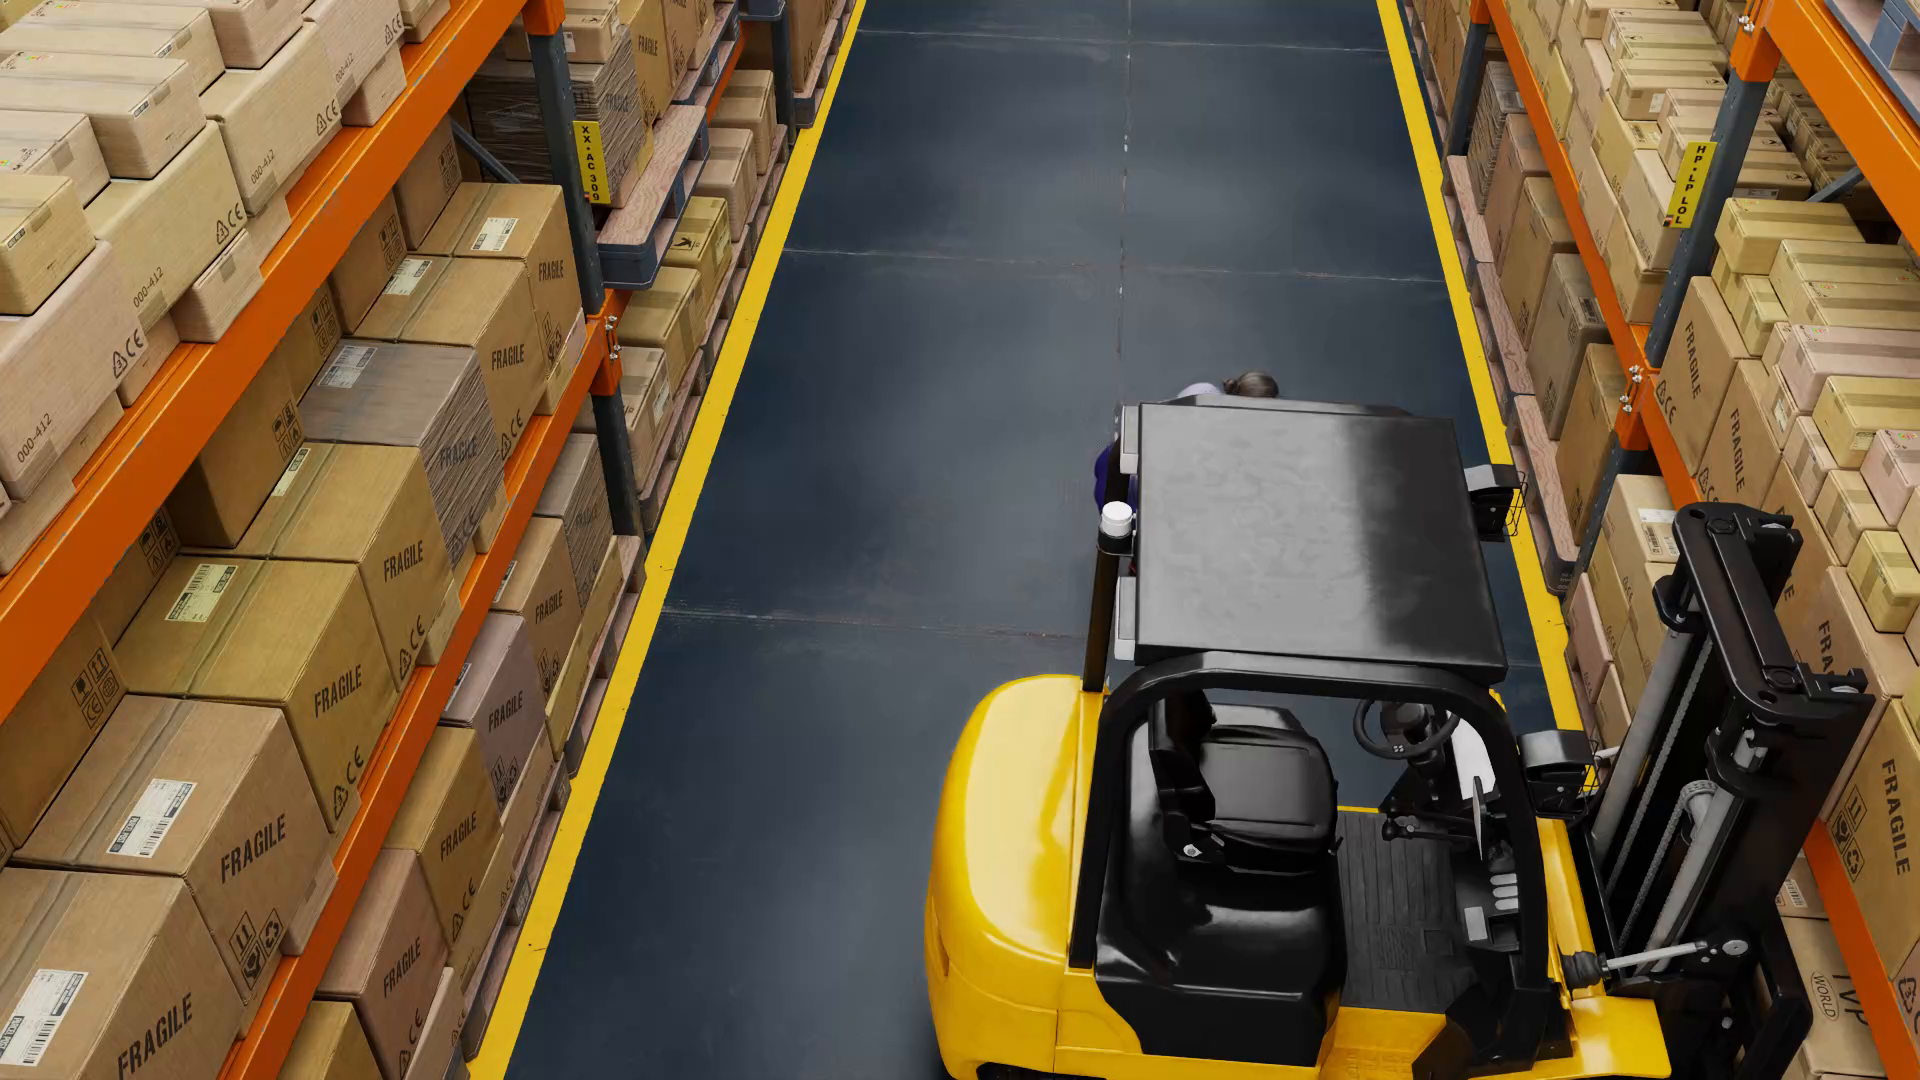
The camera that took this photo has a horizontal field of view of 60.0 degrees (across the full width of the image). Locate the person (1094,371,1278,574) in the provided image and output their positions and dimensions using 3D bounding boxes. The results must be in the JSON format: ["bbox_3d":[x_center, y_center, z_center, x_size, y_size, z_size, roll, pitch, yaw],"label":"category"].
[{"bbox_3d":[0.976,-0.289,7.062,0.809,0.951,0.497,3,40,3],"label":"person"}]
